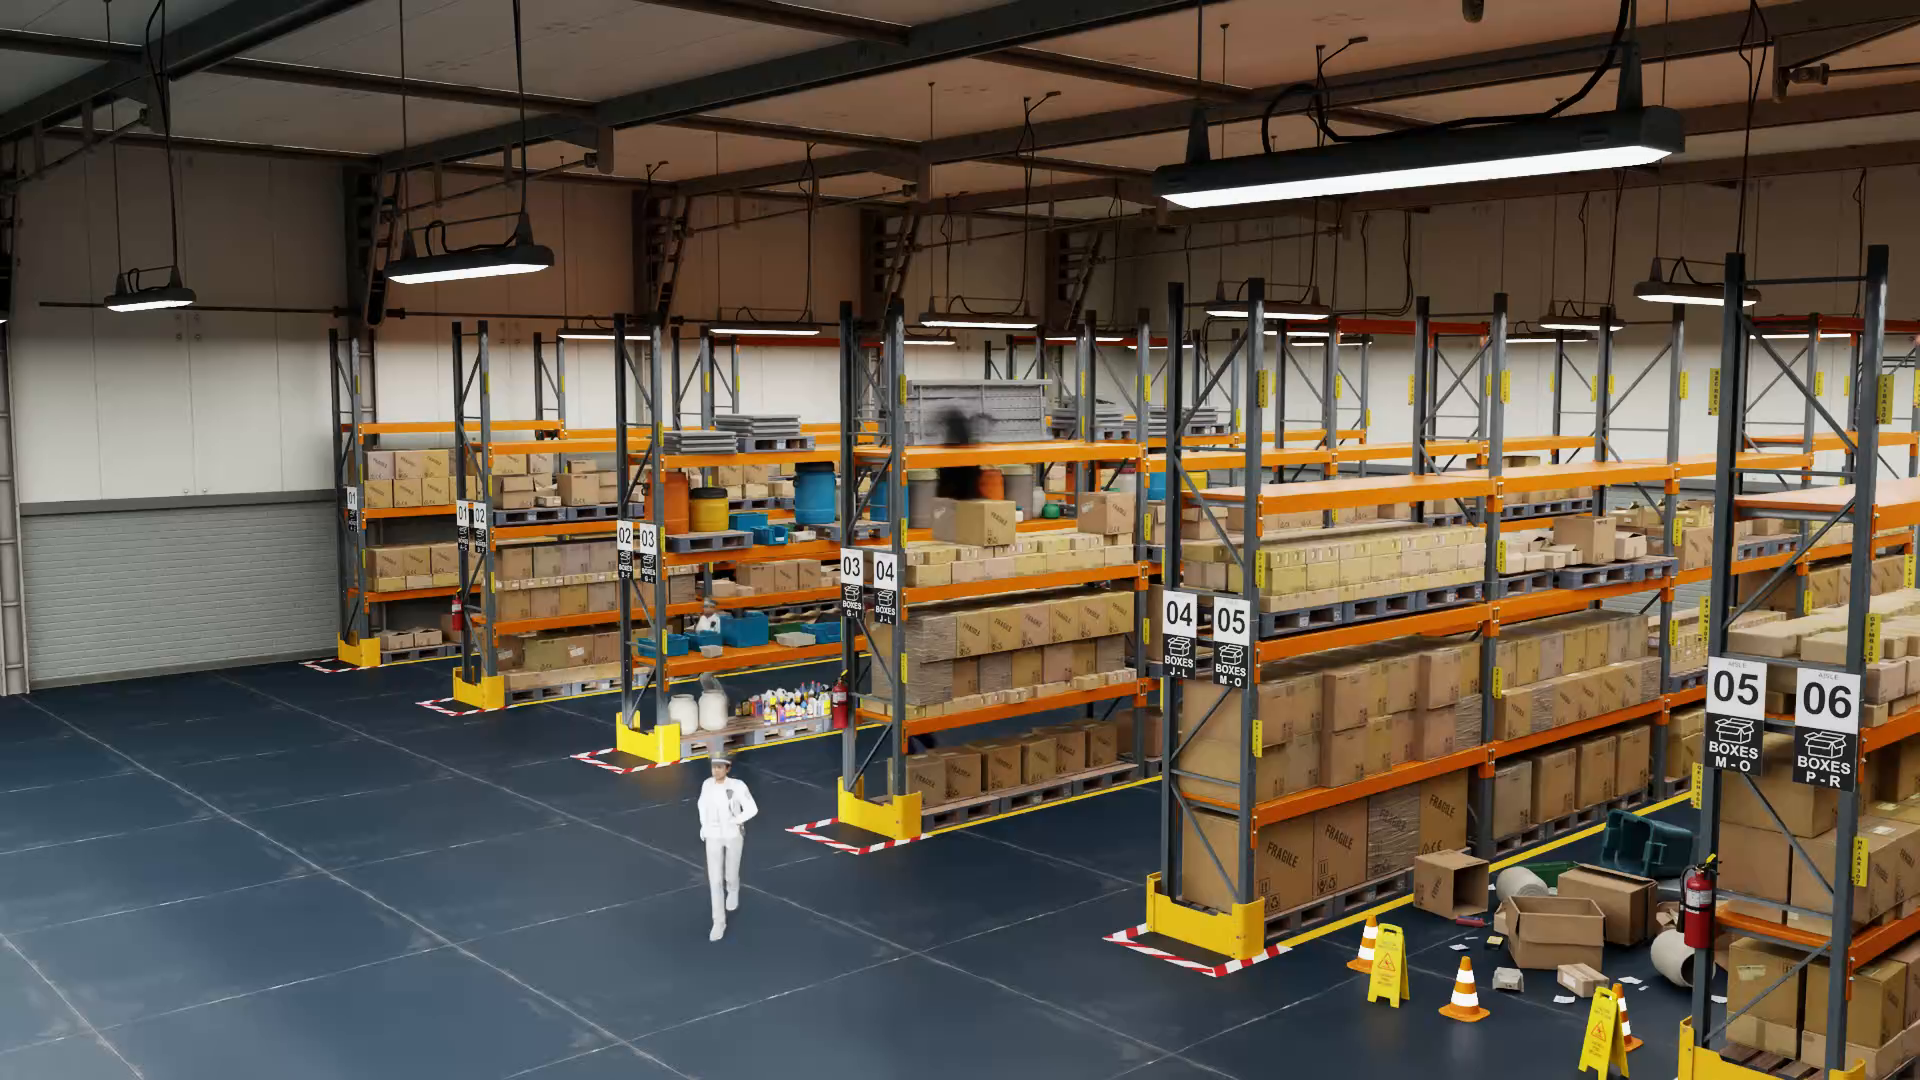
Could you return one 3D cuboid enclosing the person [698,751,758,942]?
[{"bbox_3d":[-2.184,2.793,15.561,0.604,1.710,0.854,0,6,5],"label":"person"}]

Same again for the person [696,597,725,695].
[{"bbox_3d":[-3.832,1.784,25.564,0.665,1.815,0.723,5,7,39],"label":"person"}]

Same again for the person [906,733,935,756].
[{"bbox_3d":[-0.637,2.001,21.123,0.598,1.604,0.517,6,8,44],"label":"person"}]
